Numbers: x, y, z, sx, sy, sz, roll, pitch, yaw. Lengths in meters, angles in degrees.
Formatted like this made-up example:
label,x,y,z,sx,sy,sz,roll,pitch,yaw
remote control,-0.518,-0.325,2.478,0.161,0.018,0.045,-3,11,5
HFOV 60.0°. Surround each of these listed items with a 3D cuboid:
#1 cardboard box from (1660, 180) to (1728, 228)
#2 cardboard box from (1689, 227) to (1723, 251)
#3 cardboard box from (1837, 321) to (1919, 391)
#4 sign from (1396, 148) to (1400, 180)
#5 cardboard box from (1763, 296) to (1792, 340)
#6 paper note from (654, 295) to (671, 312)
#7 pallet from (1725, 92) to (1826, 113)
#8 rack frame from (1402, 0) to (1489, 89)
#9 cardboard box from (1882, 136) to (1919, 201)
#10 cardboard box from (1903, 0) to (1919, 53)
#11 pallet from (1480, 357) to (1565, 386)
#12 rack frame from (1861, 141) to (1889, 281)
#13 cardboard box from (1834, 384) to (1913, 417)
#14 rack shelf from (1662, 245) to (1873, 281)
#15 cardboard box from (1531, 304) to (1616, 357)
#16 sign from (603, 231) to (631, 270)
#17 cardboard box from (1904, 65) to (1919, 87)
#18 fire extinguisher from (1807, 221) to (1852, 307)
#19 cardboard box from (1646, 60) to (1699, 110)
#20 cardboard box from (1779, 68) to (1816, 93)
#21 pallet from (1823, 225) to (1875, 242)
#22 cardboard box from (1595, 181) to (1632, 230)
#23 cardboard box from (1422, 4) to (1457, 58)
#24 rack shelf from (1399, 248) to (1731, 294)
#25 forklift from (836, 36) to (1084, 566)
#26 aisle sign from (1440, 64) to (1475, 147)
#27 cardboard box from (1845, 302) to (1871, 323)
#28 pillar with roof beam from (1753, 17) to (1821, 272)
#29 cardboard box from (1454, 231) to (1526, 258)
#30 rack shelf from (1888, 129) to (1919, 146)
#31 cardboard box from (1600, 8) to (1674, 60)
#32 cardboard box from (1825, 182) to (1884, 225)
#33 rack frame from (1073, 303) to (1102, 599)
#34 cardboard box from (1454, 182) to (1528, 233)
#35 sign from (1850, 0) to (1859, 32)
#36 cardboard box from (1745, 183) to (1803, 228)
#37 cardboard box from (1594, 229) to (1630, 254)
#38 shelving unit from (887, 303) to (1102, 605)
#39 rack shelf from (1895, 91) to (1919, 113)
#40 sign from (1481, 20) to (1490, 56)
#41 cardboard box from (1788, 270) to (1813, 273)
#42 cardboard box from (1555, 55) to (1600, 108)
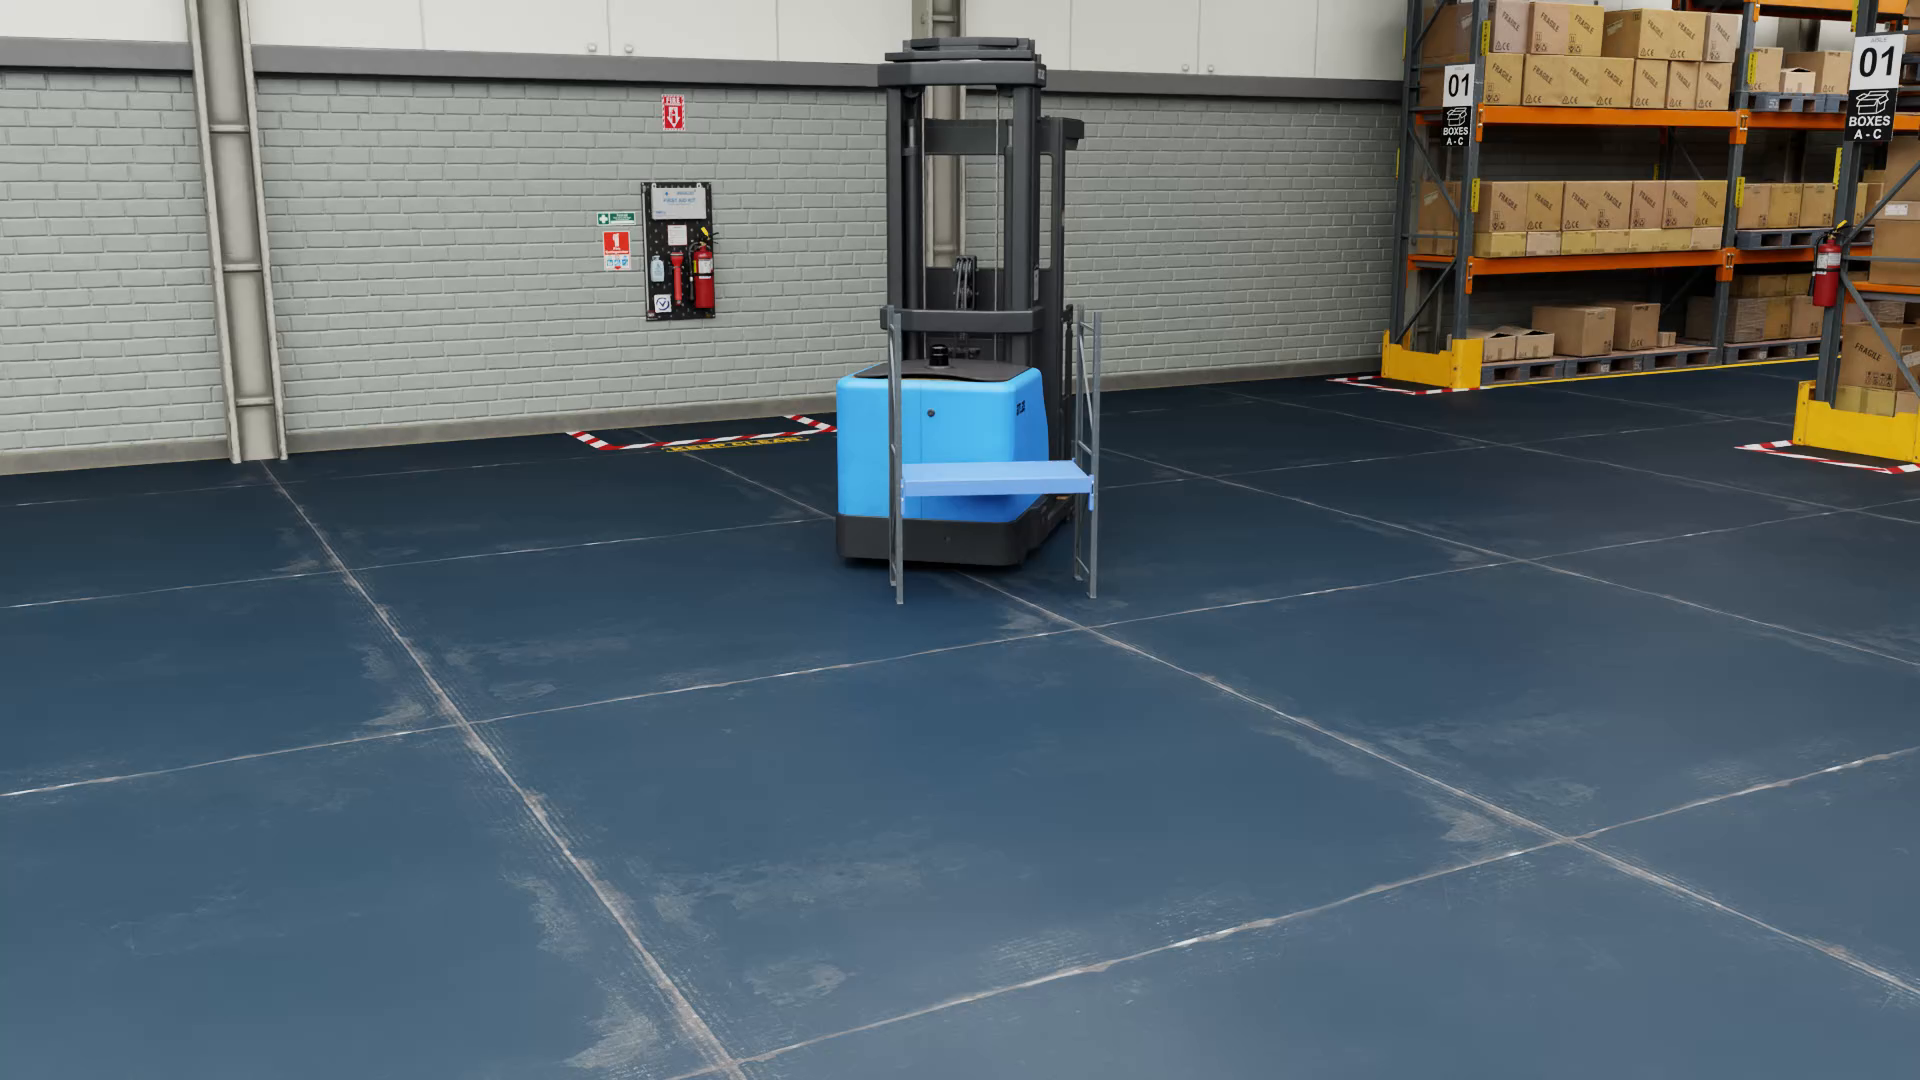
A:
label,x,y,z,sx,sy,sz,roll,pitch,yaw
cardboard box,8.120,-3.735,18.464,0.500,0.500,0.500,-7,14,-28
cardboard box,8.116,-3.371,18.551,0.500,0.250,0.500,-7,14,-28
cardboard box,7.581,-1.510,13.587,0.500,0.500,0.500,-7,14,-28
sign,4.628,-3.950,17.471,0.005,0.325,0.100,-7,14,-28
cardboard box,9.455,-2.682,19.887,0.500,0.500,0.700,-7,15,-29
paper note,-2.566,-2.043,14.362,0.142,0.148,0.016,-7,14,-28
pallet,8.980,-4.959,18.906,1.003,0.211,1.213,-7,14,-28
rack frame,4.876,-6.048,16.489,0.127,3.000,1.000,-7,14,-28
cardboard box,7.715,-2.901,12.986,0.500,0.500,0.700,-7,14,-28
cardboard box,7.759,-4.014,12.770,0.637,0.503,0.797,-6,14,-24
pallet,5.673,-1.848,17.839,1.213,0.211,1.003,-7,14,-28
rack frame,11.898,-3.963,20.887,0.127,3.000,1.000,-7,14,-28
cardboard box,7.582,-1.144,13.667,0.500,0.250,0.500,-7,14,-28
rack shelf,10.142,-3.402,20.031,4.000,0.370,1.077,-7,14,-28
cardboard box,6.695,-2.300,18.187,0.500,0.500,0.700,-8,15,-31
sign,-2.912,-2.457,14.114,0.234,0.329,0.001,-7,14,-28
cardboard box,12.288,-5.751,20.770,0.500,0.500,0.700,-8,15,-32
fire extinguisher,6.927,-2.207,13.259,0.183,0.674,0.296,-7,14,-28
cardboard box,7.612,-4.913,18.002,0.500,0.500,0.500,-8,15,-33
cardboard box,9.446,-5.274,19.127,0.500,0.311,0.500,-6,14,-26
pallet,11.323,-3.774,20.484,1.003,0.211,1.213,-7,14,-28
cardboard box,6.782,-3.576,17.756,0.500,0.500,0.500,-6,14,-26
cardboard box,5.129,-5.227,17.121,0.500,0.500,0.500,-6,14,-25
rack shelf,6.632,-2.981,18.162,4.000,0.370,1.077,-7,14,-28
forklift,0.151,-1.563,10.377,1.130,2.935,3.031,3,13,14
aisle sign,4.957,-4.324,16.572,0.004,0.787,0.394,-7,14,-28
cardboard box,10.783,-2.841,20.591,0.500,0.500,0.700,-7,14,-28
pillar with roof beam,12.405,-6.090,16.675,0.400,9.000,9.100,-7,14,-28
cardboard box,5.457,-3.048,17.118,0.500,0.250,0.500,-7,15,-29
rack shelf,13.653,-5.286,21.572,4.000,0.370,1.077,-7,14,-28
cardboard box,7.148,-5.330,17.581,0.500,0.500,0.500,-7,15,-30
cardboard box,11.013,-4.111,20.315,0.500,0.500,0.700,-8,15,-33
rack frame,0.671,-0.476,8.804,0.032,1.500,0.500,-1,13,-6
cardboard box,5.439,-3.416,17.045,0.500,0.500,0.500,-7,14,-28
sign,7.005,-4.130,12.961,0.005,0.325,0.100,-7,14,-28
cardboard box,9.344,-3.910,19.422,0.500,0.500,0.700,-5,14,-22
cardboard box,6.800,-3.211,17.841,0.500,0.250,0.500,-7,14,-27
shelving unit,0.166,-0.463,8.746,1.048,1.500,0.538,-1,13,-6
rack shelf,9.008,-3.490,13.592,4.000,0.370,1.077,-7,14,-28
sign,5.136,-4.907,16.258,0.005,0.325,0.100,-7,14,-28
cardboard box,10.312,-3.135,20.193,0.500,0.250,0.500,-7,14,-28
cardboard box,6.232,-4.736,17.214,0.500,0.500,0.500,-6,14,-25
